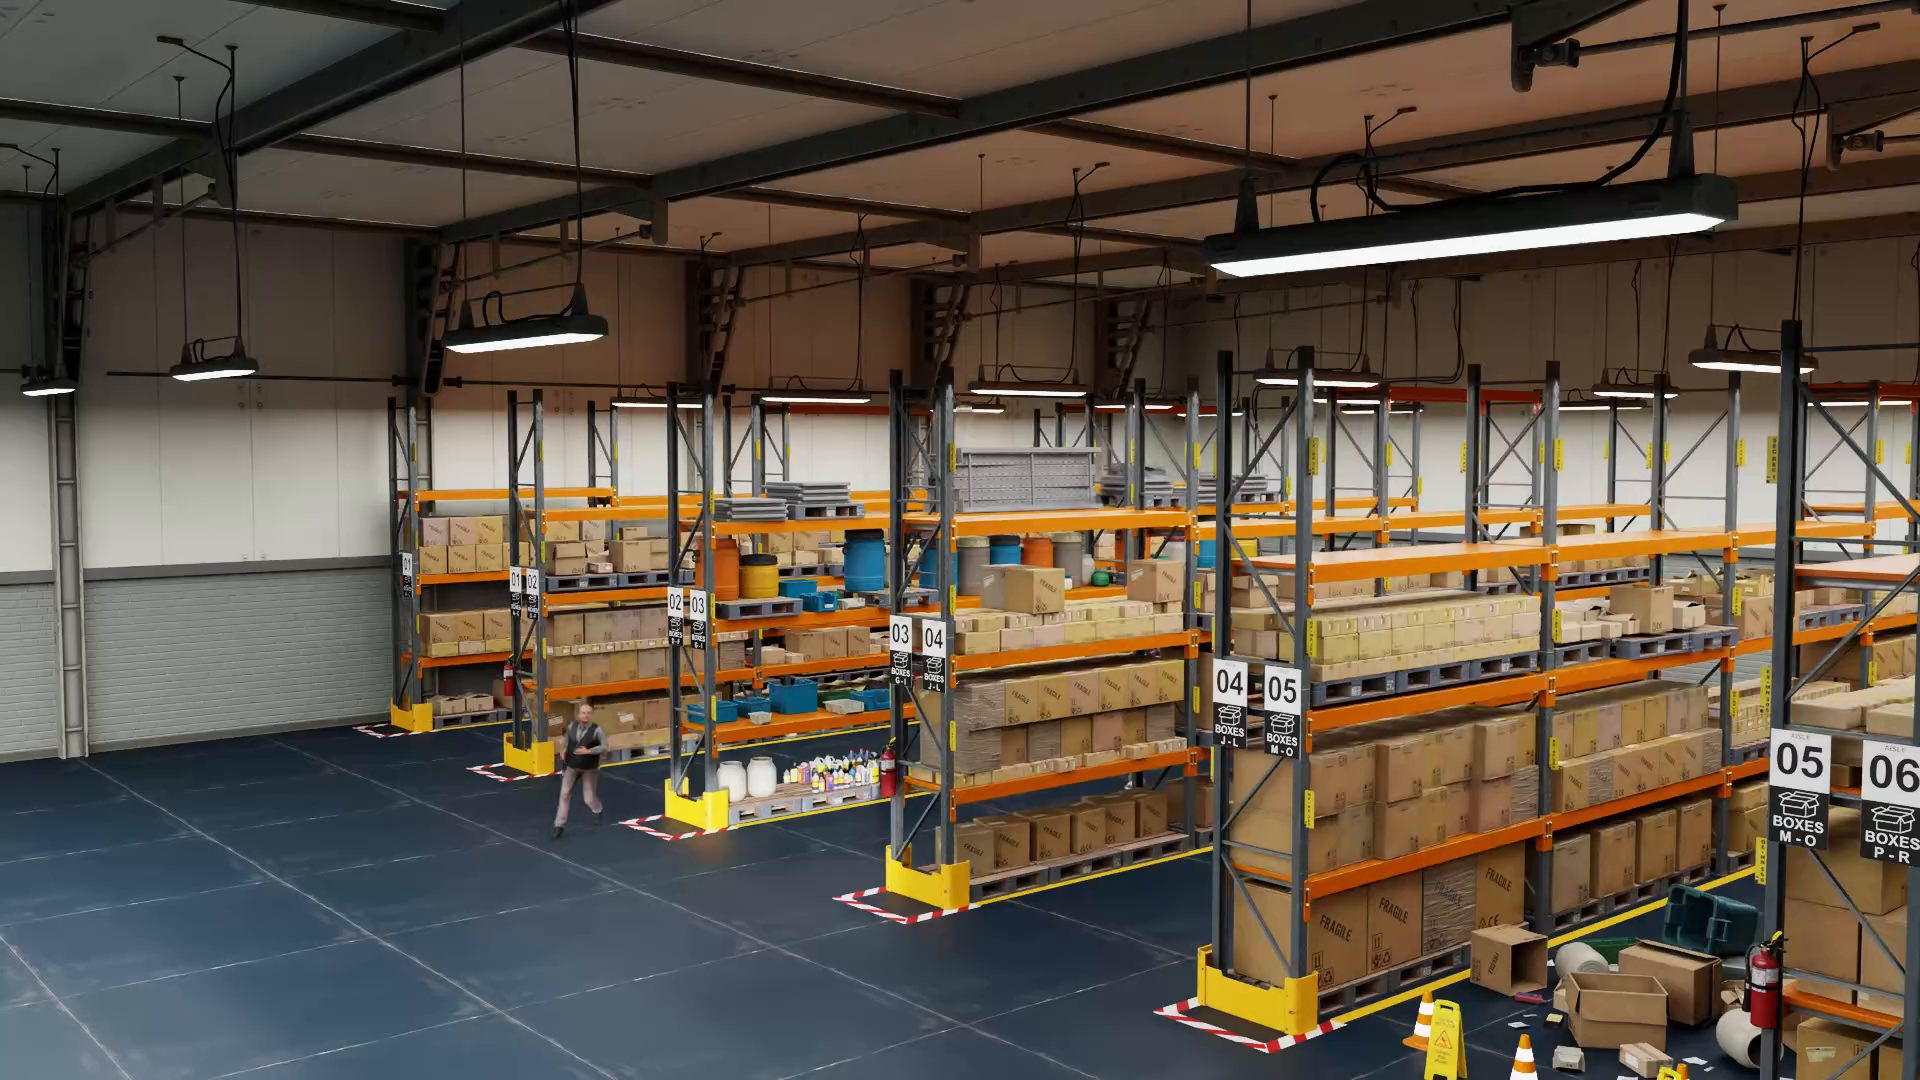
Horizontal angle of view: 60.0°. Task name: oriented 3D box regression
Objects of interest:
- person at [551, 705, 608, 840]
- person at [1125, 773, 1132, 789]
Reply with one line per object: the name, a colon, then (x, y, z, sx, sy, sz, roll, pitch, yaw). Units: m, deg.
person: (-4.982, 3.036, 22.034, 0.671, 1.709, 0.947, 0, 3, 6)
person: (2.608, 2.940, 24.927, 0.538, 1.557, 0.548, 2, 4, 34)
